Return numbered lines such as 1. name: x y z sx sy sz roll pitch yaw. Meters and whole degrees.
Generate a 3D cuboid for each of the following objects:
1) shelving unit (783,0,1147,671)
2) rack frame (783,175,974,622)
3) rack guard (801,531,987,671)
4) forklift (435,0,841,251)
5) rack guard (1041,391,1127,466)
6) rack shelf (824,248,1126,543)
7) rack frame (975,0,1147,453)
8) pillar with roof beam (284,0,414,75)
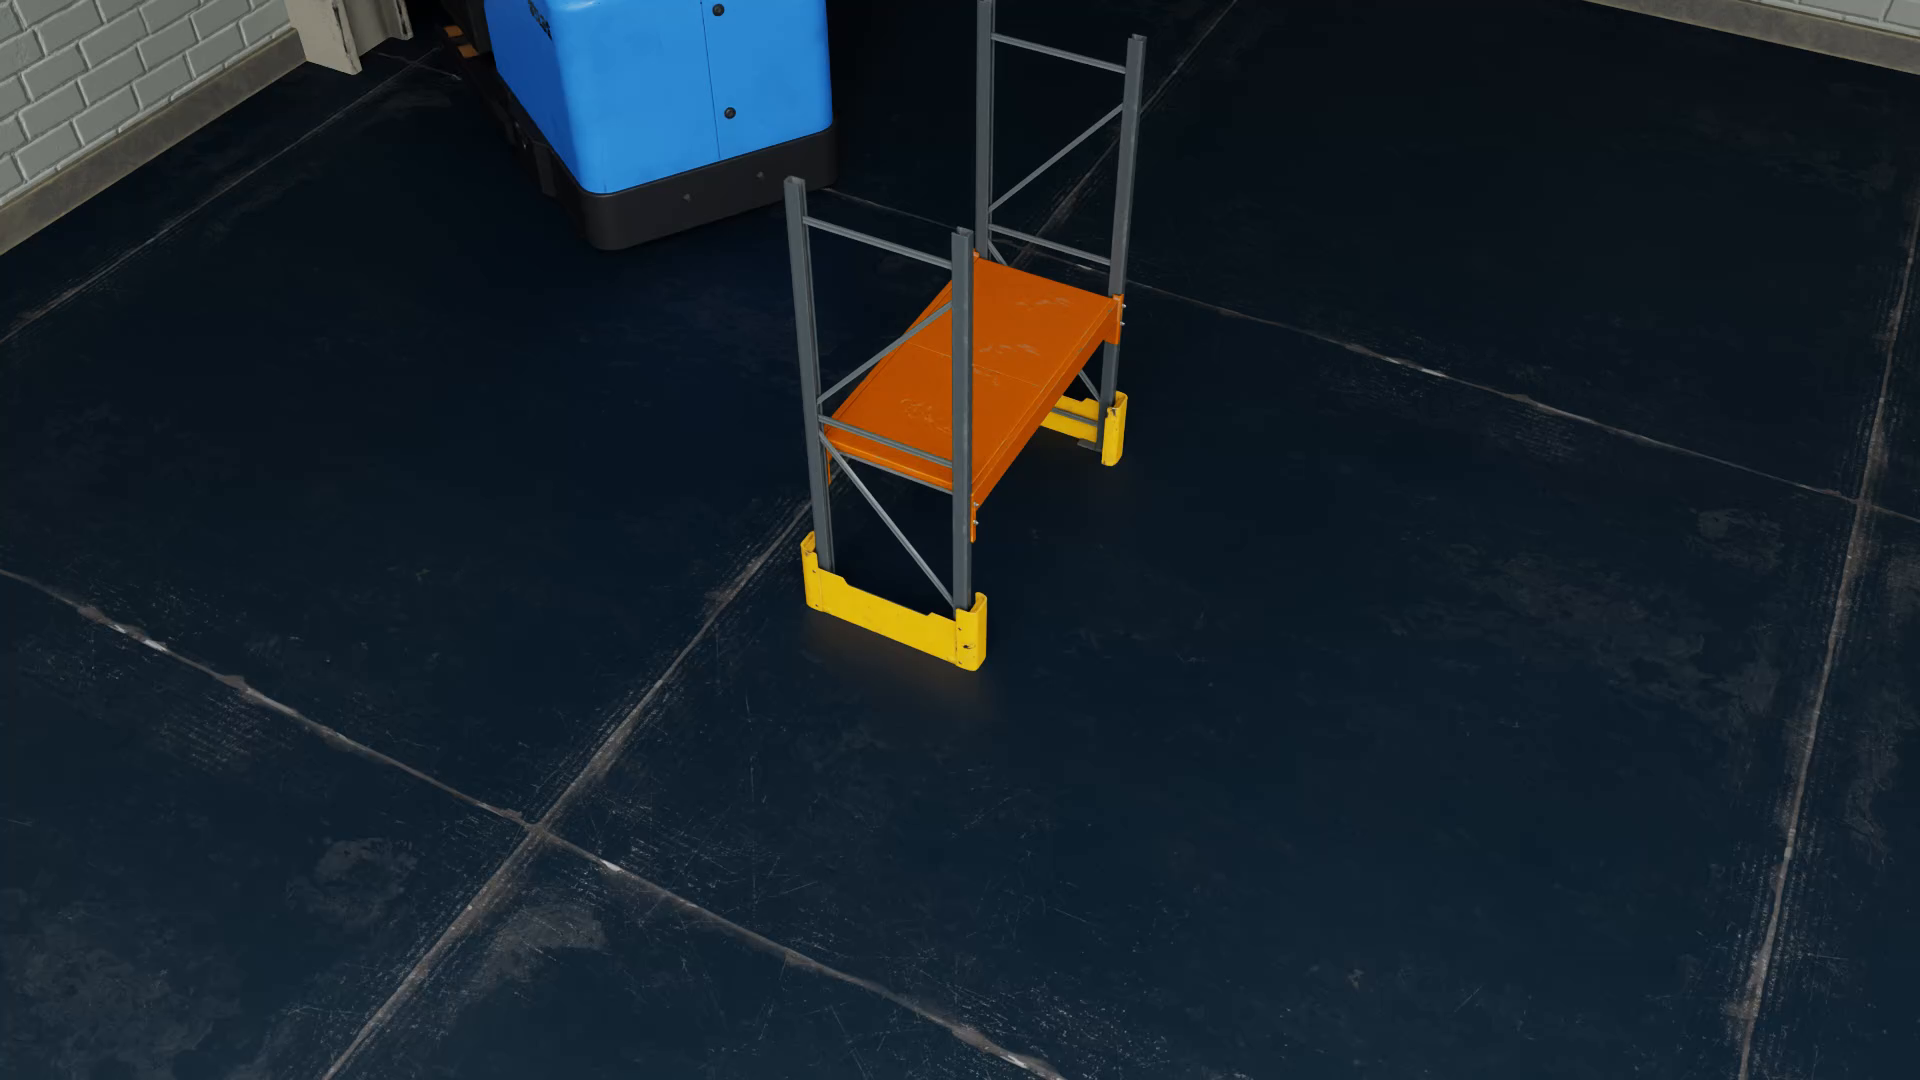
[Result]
1. shelving unit: 0.035 -0.575 4.764 0.587 1.500 1.083 20 49 19
2. rack frame: -0.196 -0.261 4.453 0.500 1.500 0.032 20 49 19
3. rack guard: -0.196 0.178 4.898 0.587 0.250 0.087 20 49 19
4. forklift: -1.636 -3.155 6.307 1.130 2.935 3.031 -22 49 -20
5. rack guard: 0.267 -0.450 5.519 0.587 0.250 0.087 20 49 19
6. rack shelf: 0.040 -0.455 4.898 0.538 0.185 1.000 20 49 19
7. rack frame: 0.276 -0.901 5.086 0.500 1.500 0.032 20 49 19
8. pillar with roof beam: 1.126 -3.946 2.823 9.100 9.000 0.400 20 49 19
